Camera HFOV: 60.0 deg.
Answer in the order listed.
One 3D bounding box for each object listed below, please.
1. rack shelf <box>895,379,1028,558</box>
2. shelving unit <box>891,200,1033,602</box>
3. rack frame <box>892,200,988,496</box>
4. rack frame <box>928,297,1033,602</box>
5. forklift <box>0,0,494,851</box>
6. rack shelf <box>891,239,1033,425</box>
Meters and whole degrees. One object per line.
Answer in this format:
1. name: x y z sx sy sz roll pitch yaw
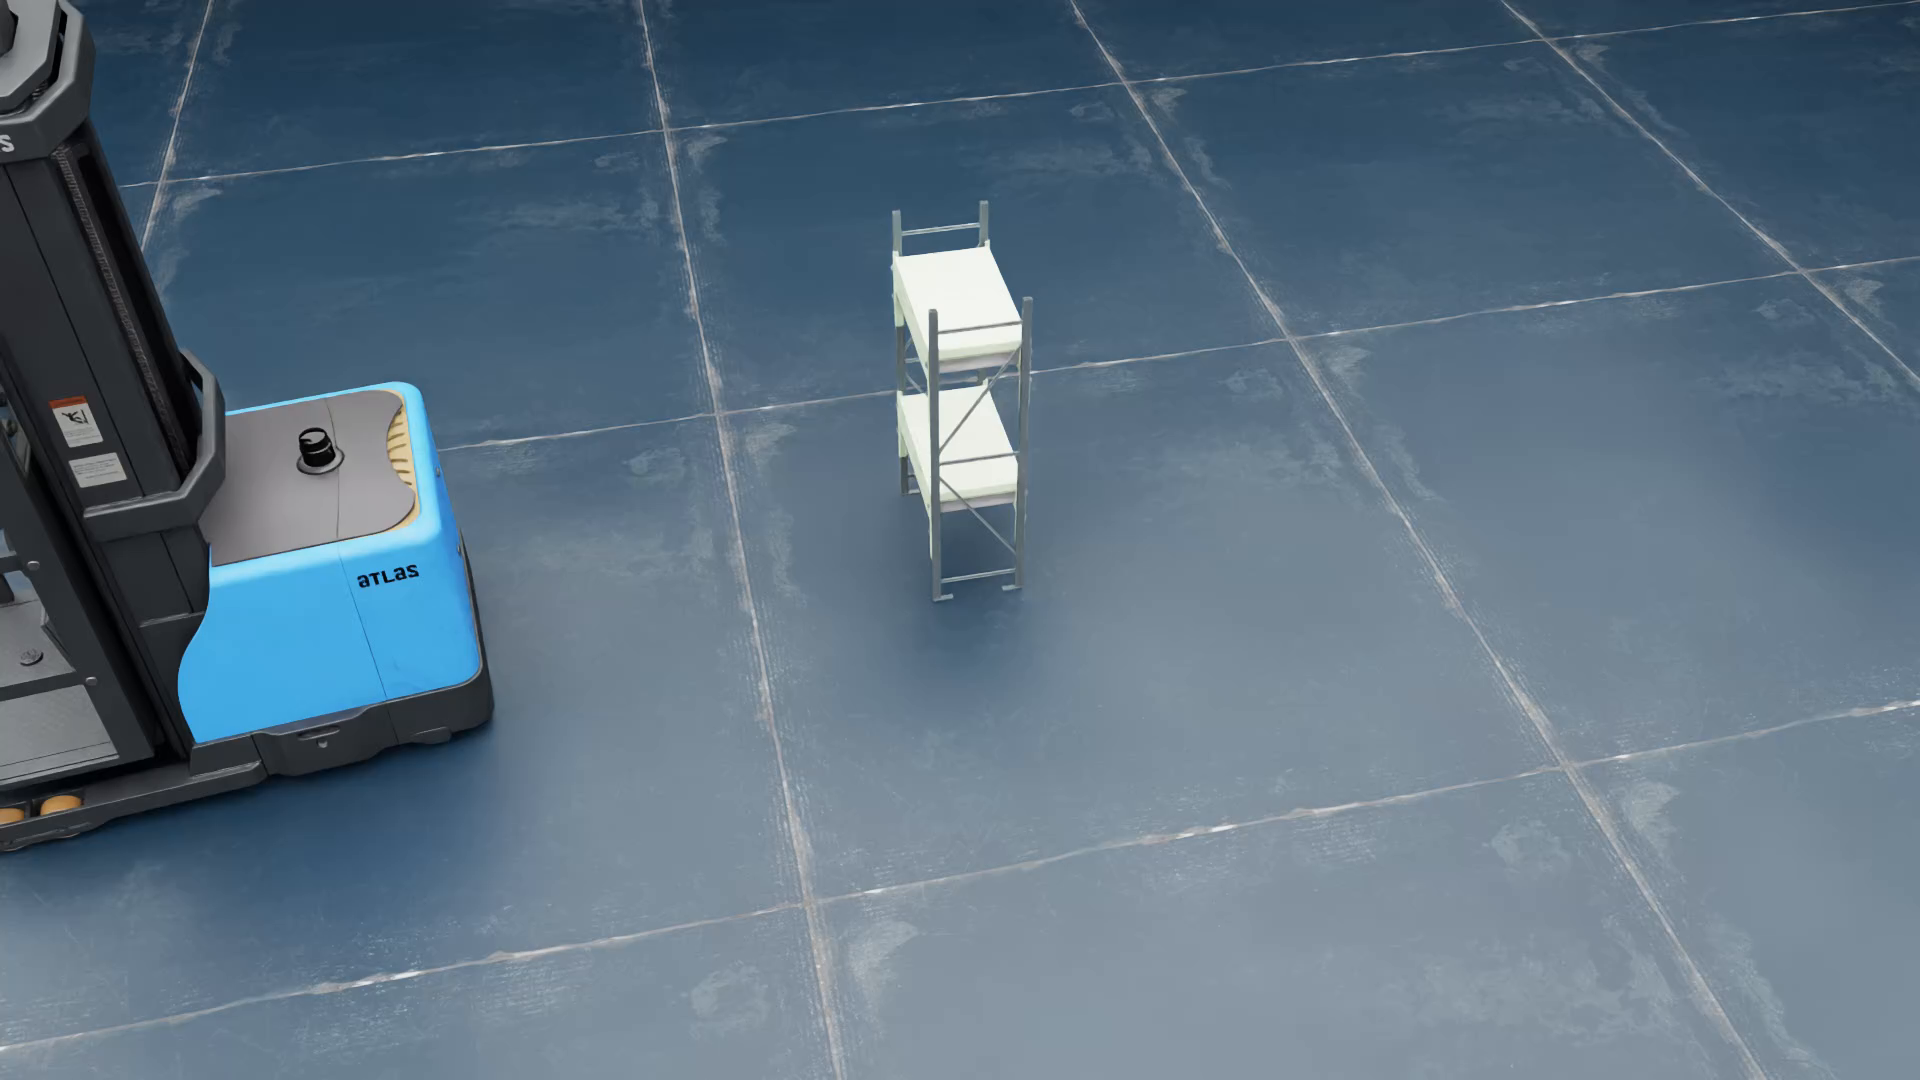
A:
1. rack shelf: -0.001 -0.321 7.255 0.431 0.370 0.720 -8 42 -9
2. shelving unit: -0.001 -0.565 7.039 0.431 1.500 0.755 -8 42 -9
3. rack frame: -0.080 -0.802 7.306 0.400 1.500 0.023 -8 42 -9
4. rack frame: 0.078 -0.328 6.771 0.400 1.500 0.023 -8 42 -9
5. forklift: -3.442 -0.329 5.695 3.031 2.935 1.130 -13 43 -14
6. rack shelf: -0.001 -0.857 6.780 0.431 0.370 0.720 -8 42 -9
